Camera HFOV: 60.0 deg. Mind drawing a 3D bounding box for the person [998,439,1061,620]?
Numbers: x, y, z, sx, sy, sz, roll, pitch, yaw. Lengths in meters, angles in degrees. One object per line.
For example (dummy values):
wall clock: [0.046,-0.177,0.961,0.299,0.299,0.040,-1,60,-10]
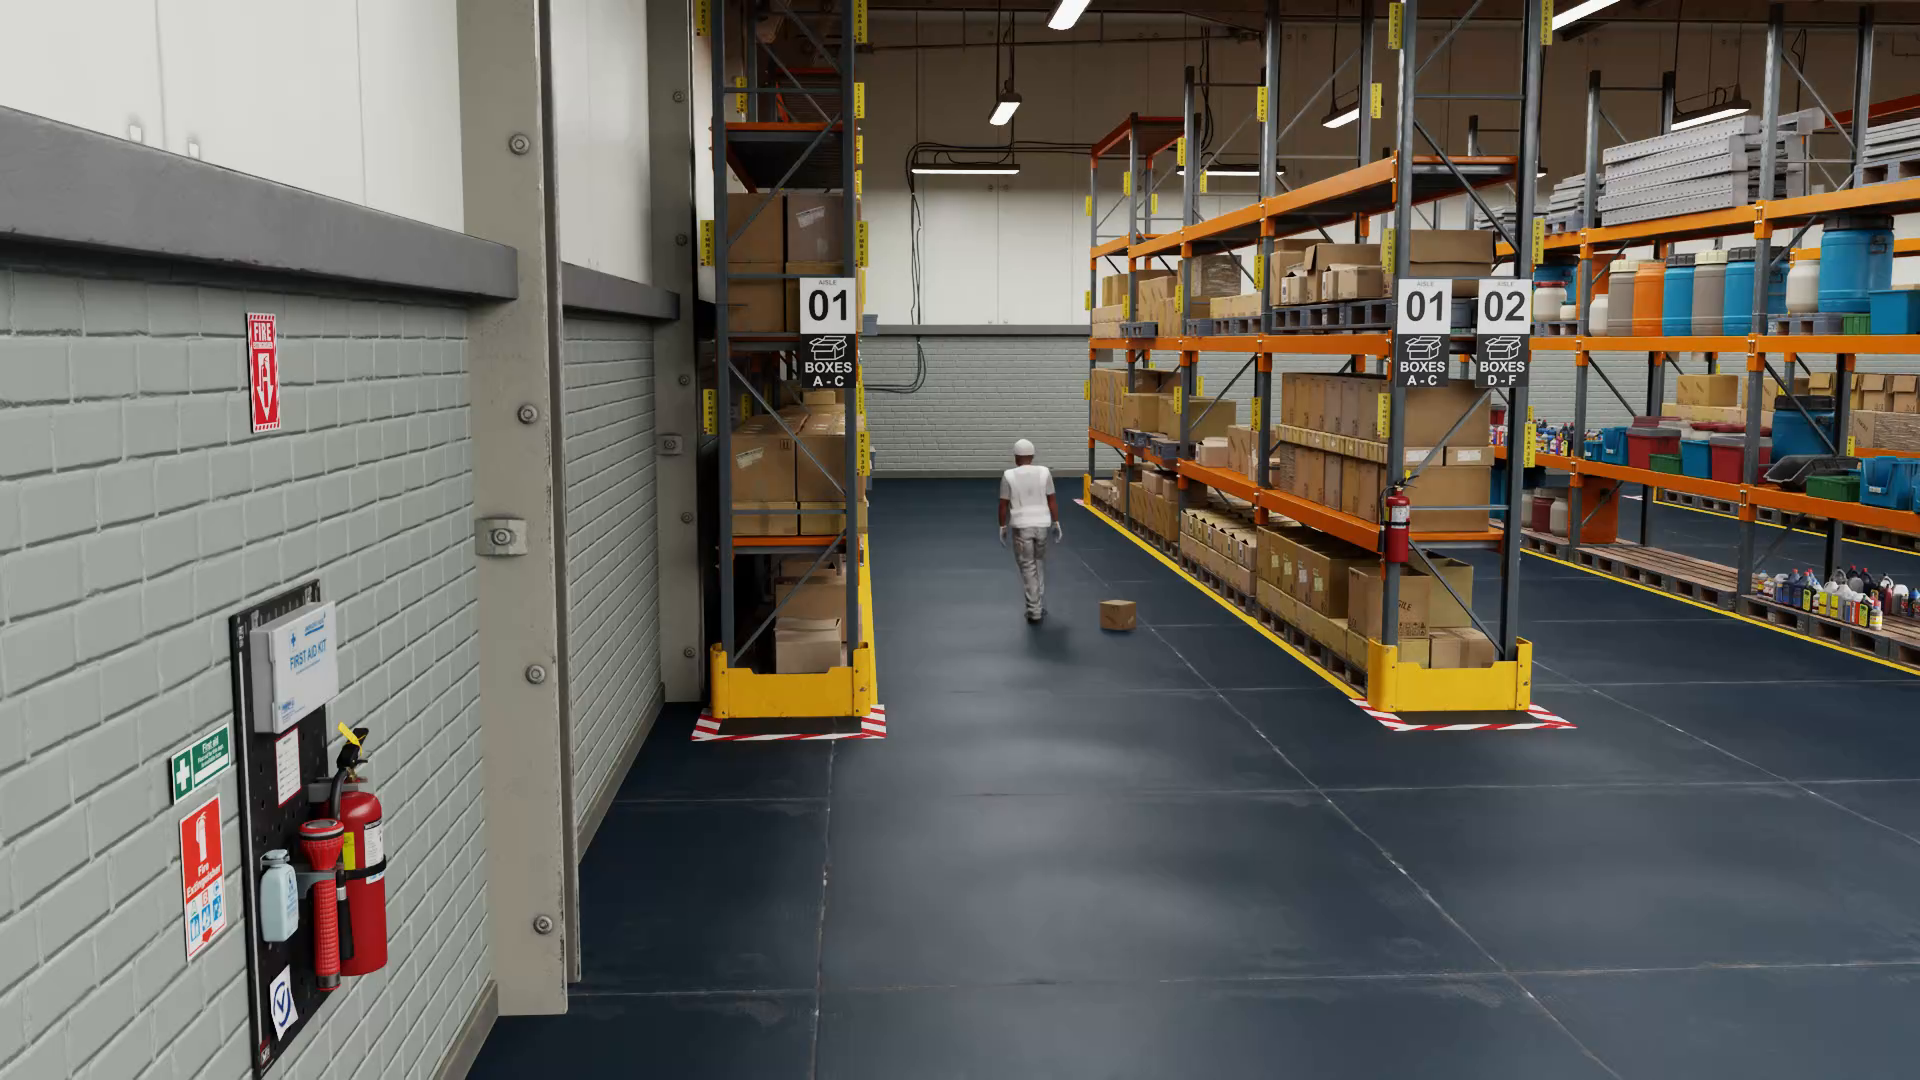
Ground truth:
person: [0.682,-0.089,16.489,0.592,1.812,0.602,-2,7,-17]
